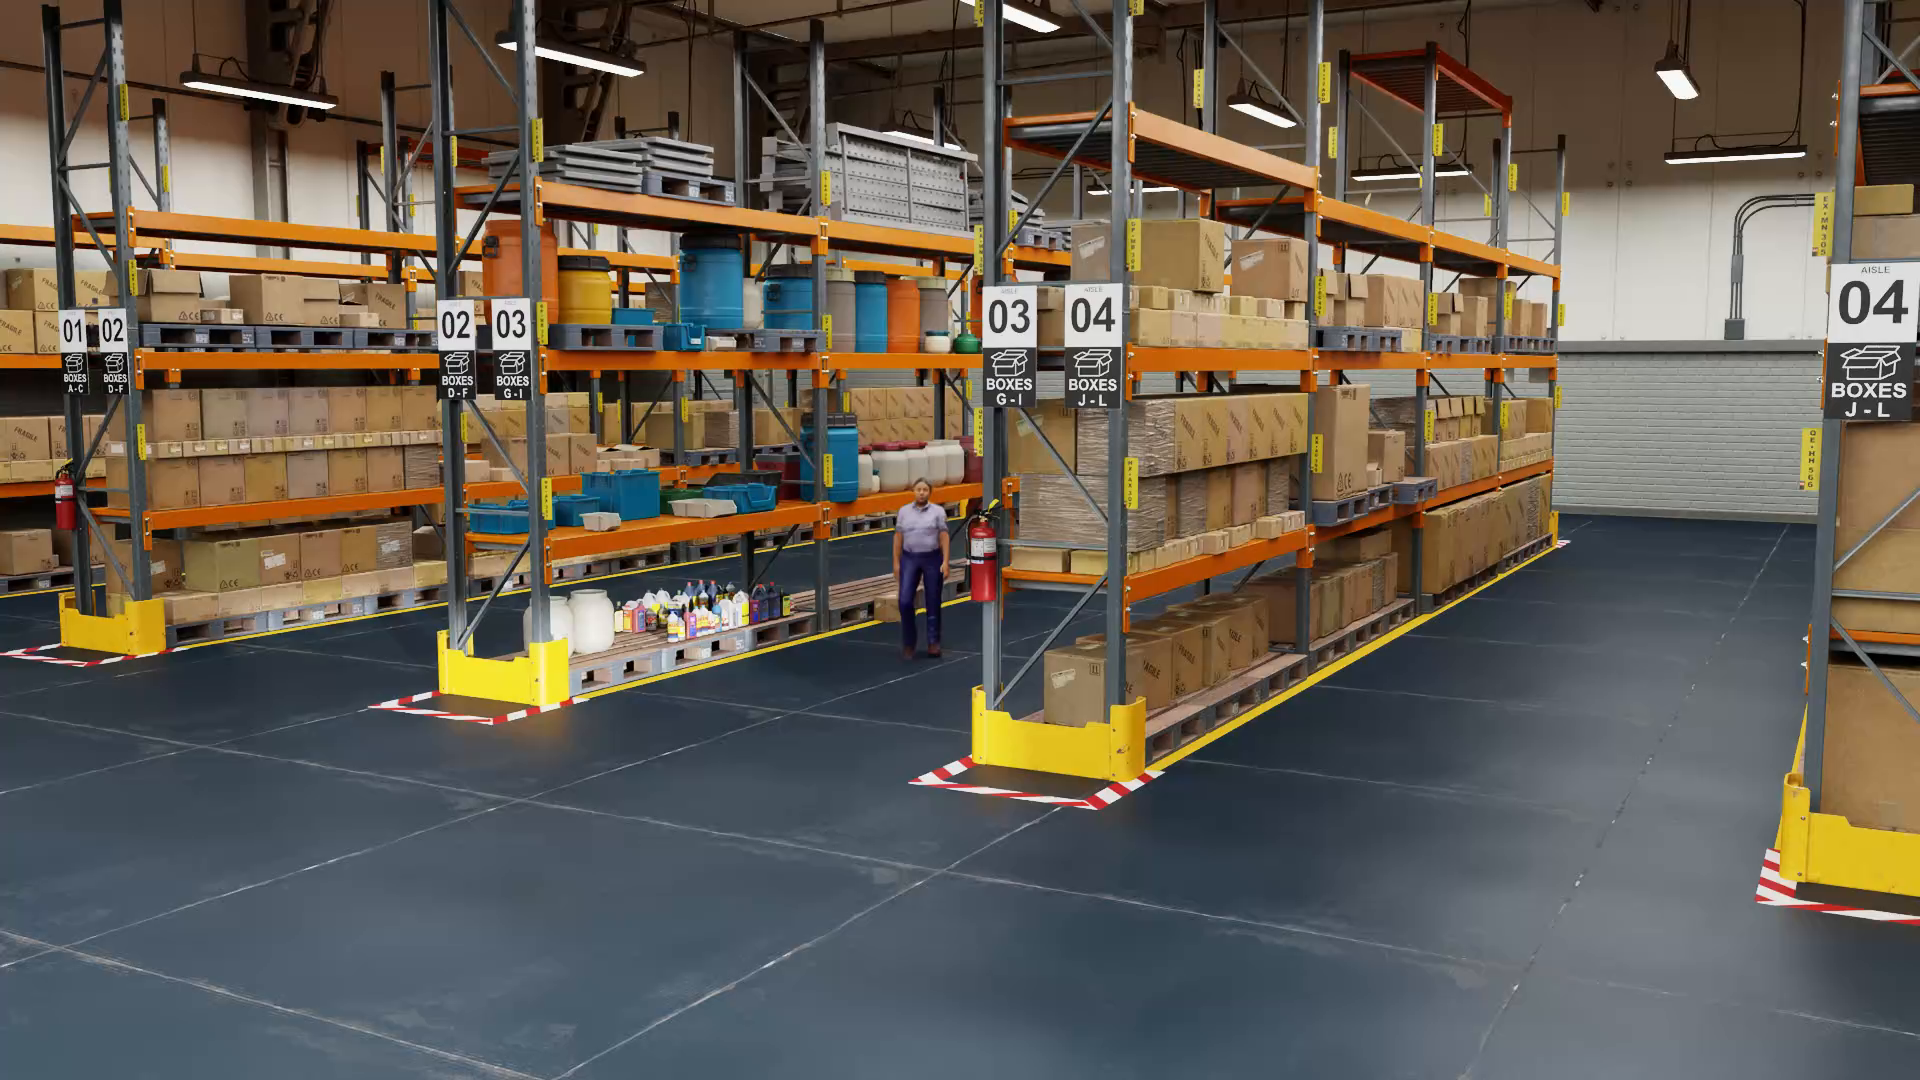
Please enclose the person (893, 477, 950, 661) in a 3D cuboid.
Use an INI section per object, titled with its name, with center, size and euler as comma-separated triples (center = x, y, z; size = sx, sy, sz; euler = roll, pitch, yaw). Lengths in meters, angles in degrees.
[person]
center = -0.355, 0.280, 15.271
size = 0.530, 1.720, 0.492
euler = 0, 6, 2
